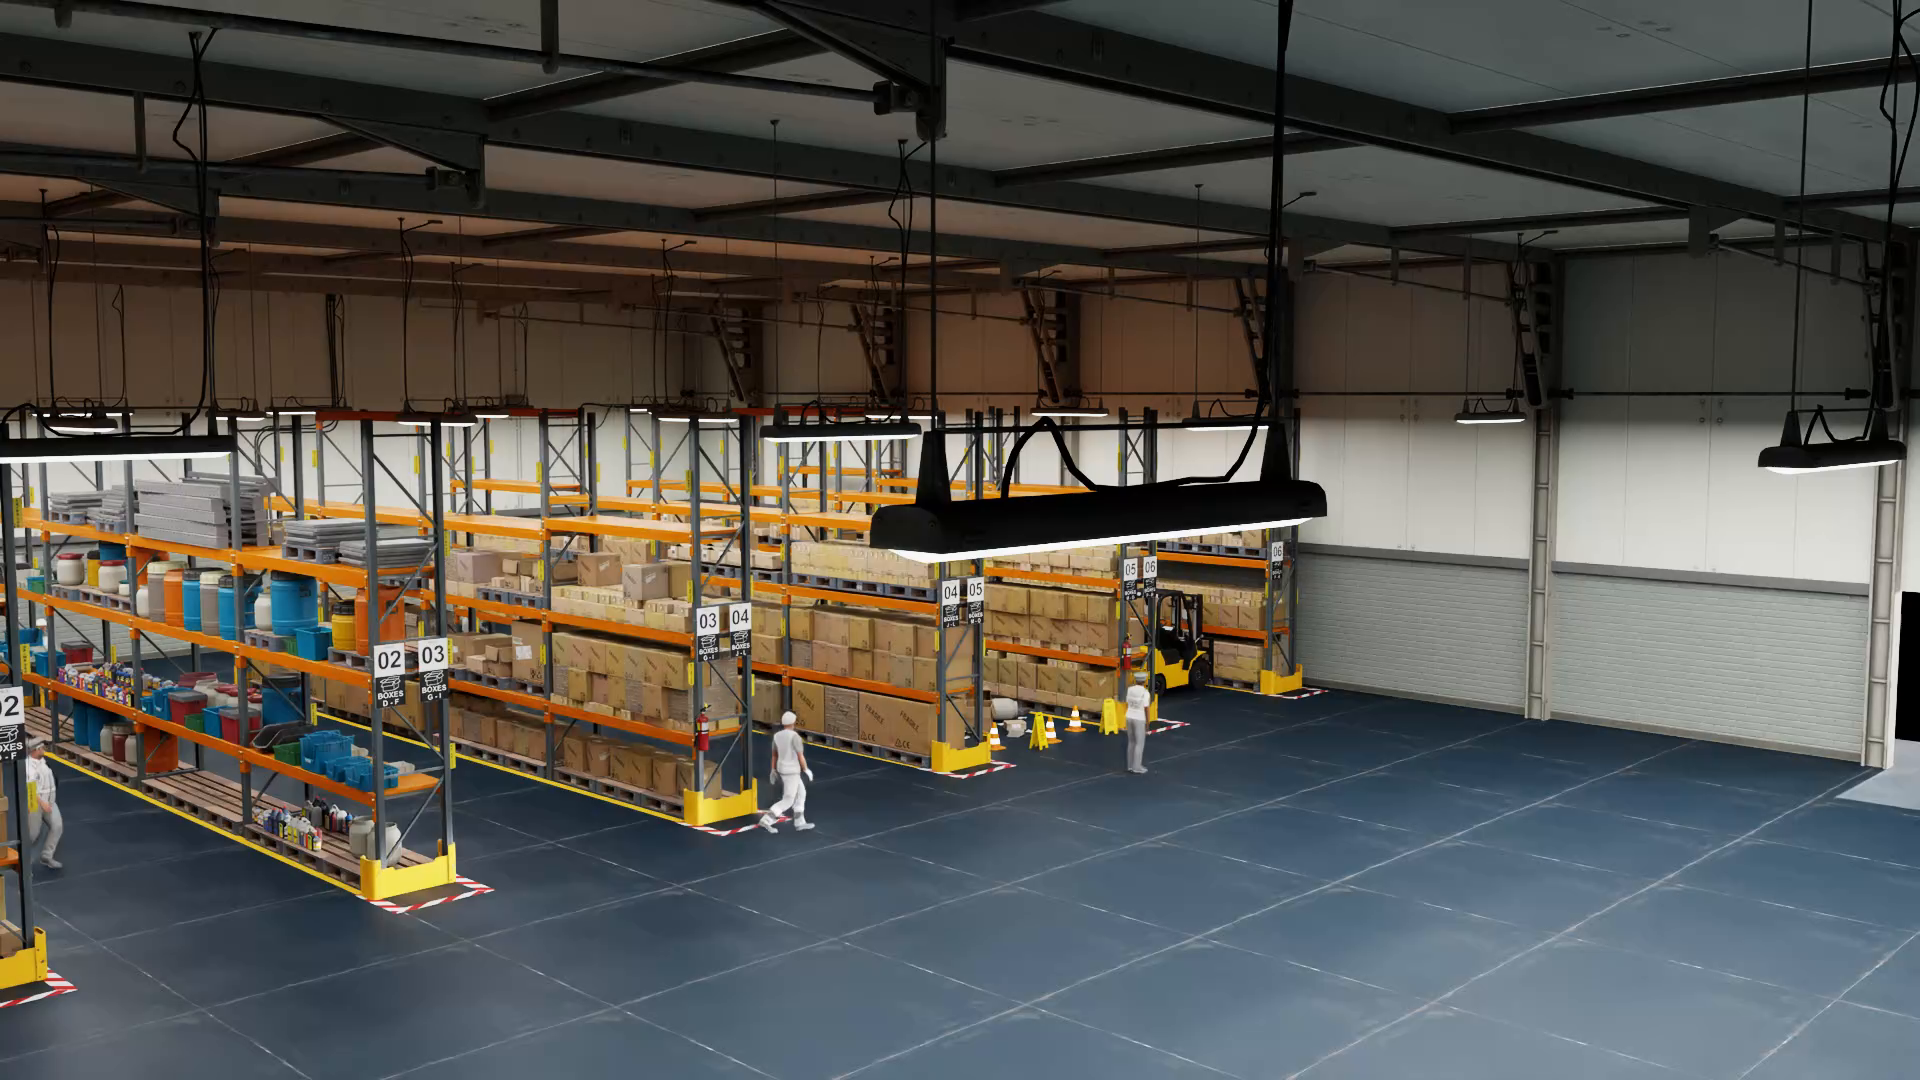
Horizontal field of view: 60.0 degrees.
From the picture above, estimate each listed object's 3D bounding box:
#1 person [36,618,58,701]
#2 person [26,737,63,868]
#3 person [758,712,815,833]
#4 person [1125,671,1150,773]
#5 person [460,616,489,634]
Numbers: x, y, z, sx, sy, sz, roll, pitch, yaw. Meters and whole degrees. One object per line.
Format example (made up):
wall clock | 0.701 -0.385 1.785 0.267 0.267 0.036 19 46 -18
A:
person | -18.506 2.474 33.550 0.567 1.790 0.460 -3 6 -30
person | -12.325 3.510 22.252 0.719 1.749 0.592 1 5 13
person | -2.507 3.336 23.849 0.915 1.748 0.491 -2 6 -25
person | 2.968 3.044 27.745 0.472 1.684 0.371 5 7 44
person | -12.177 1.785 41.513 0.657 1.739 0.953 2 5 17
